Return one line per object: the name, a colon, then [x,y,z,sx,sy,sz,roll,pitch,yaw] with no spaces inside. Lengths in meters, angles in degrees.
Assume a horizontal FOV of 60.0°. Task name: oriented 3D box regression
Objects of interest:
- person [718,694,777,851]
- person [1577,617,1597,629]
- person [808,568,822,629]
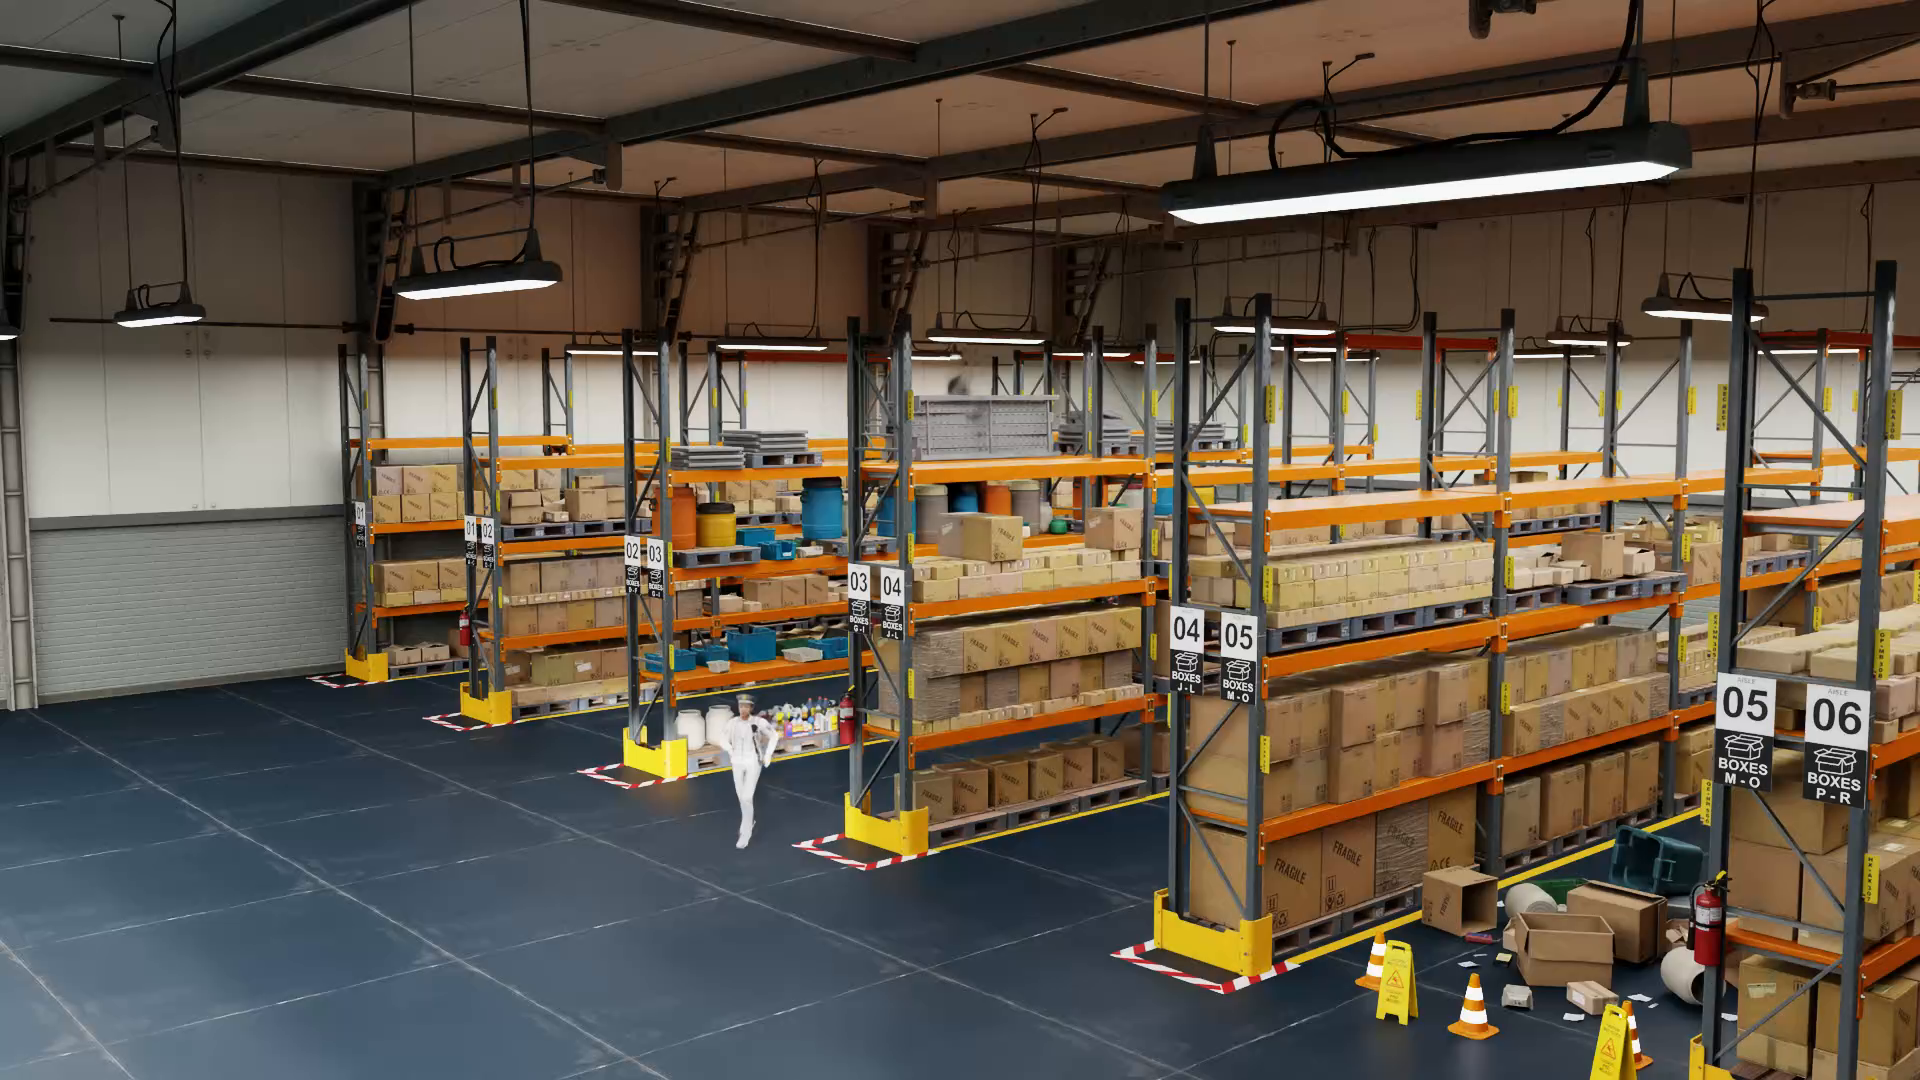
person: [-2.453,2.610,19.031,0.618,1.737,0.760,1,5,16]
person: [9.943,1.970,26.090,0.742,1.792,0.822,4,7,39]
person: [-2.877,1.387,33.248,0.725,1.723,0.589,-5,7,-43]
